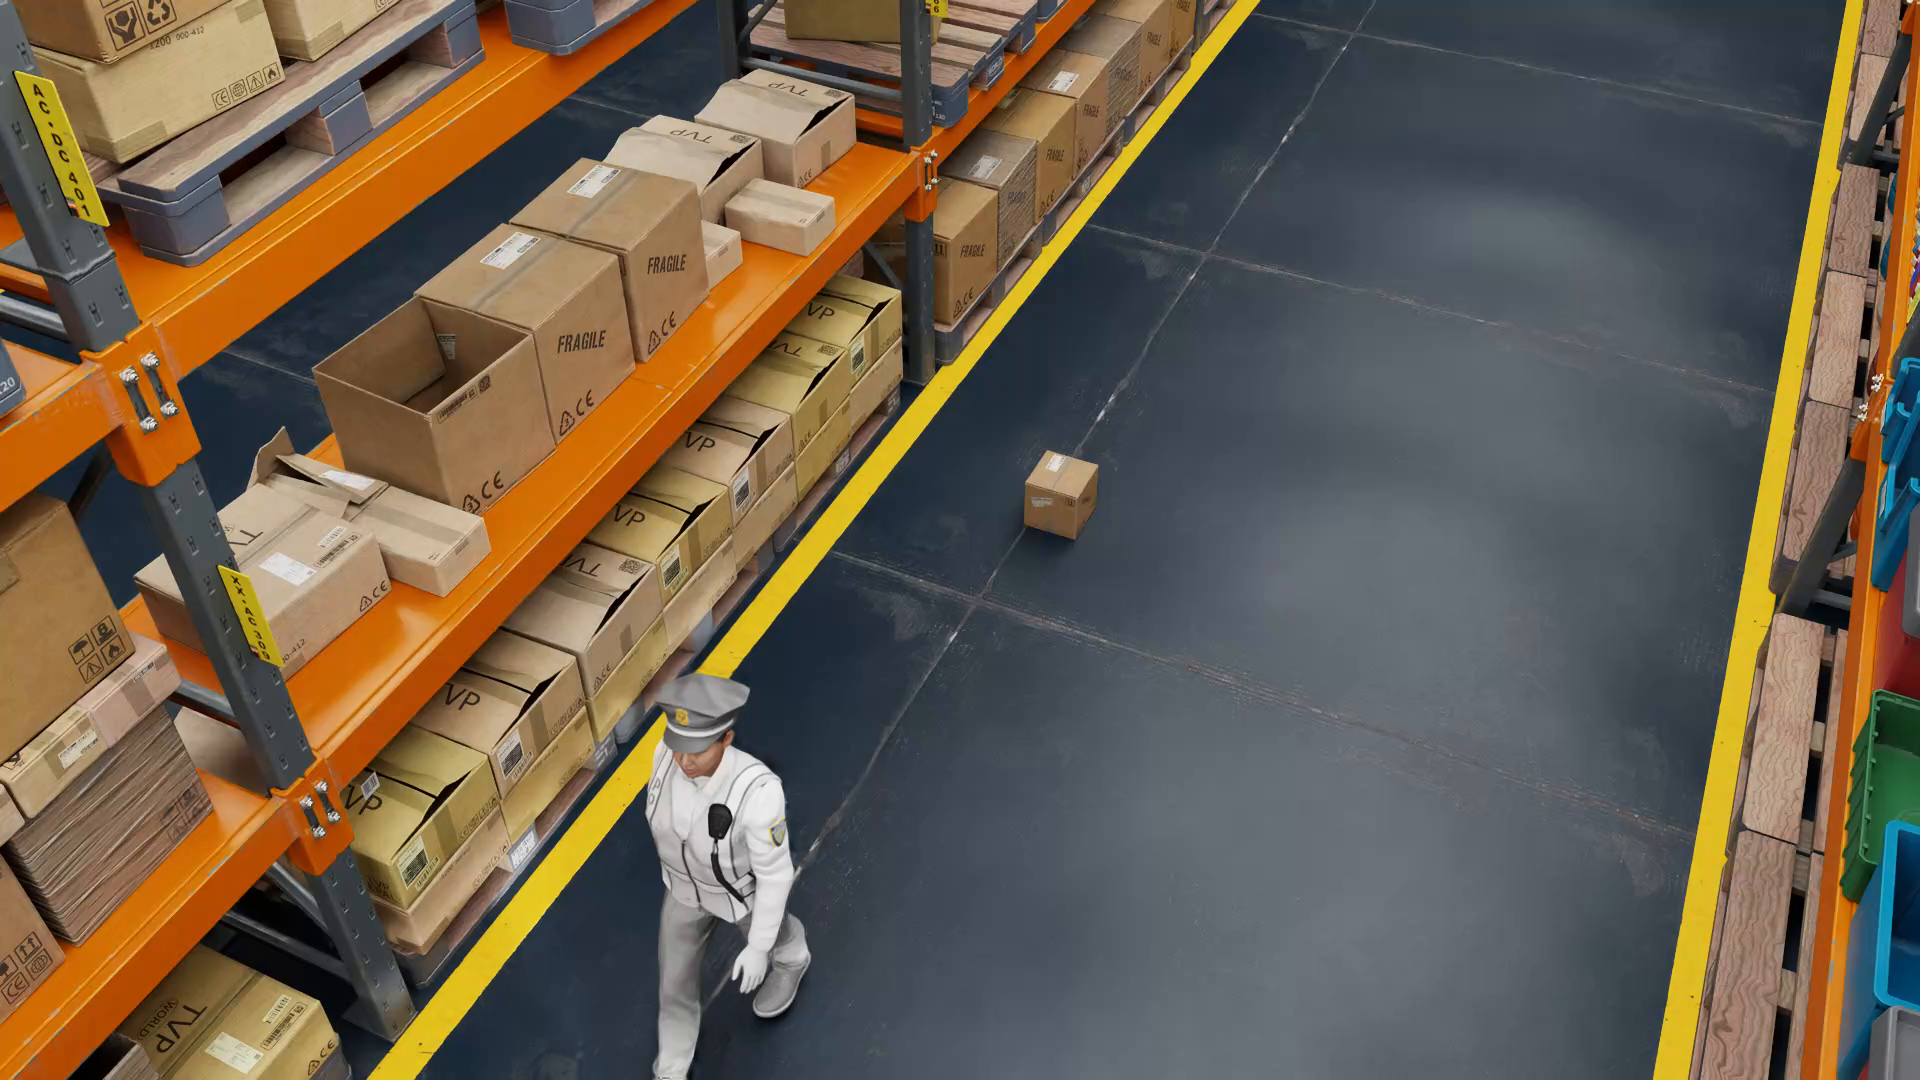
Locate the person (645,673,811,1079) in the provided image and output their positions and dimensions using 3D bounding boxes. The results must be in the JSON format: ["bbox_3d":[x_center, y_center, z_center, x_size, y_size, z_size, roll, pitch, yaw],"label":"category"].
[{"bbox_3d":[-0.736,1.091,4.928,0.520,1.672,0.865,17,45,18],"label":"person"}]
